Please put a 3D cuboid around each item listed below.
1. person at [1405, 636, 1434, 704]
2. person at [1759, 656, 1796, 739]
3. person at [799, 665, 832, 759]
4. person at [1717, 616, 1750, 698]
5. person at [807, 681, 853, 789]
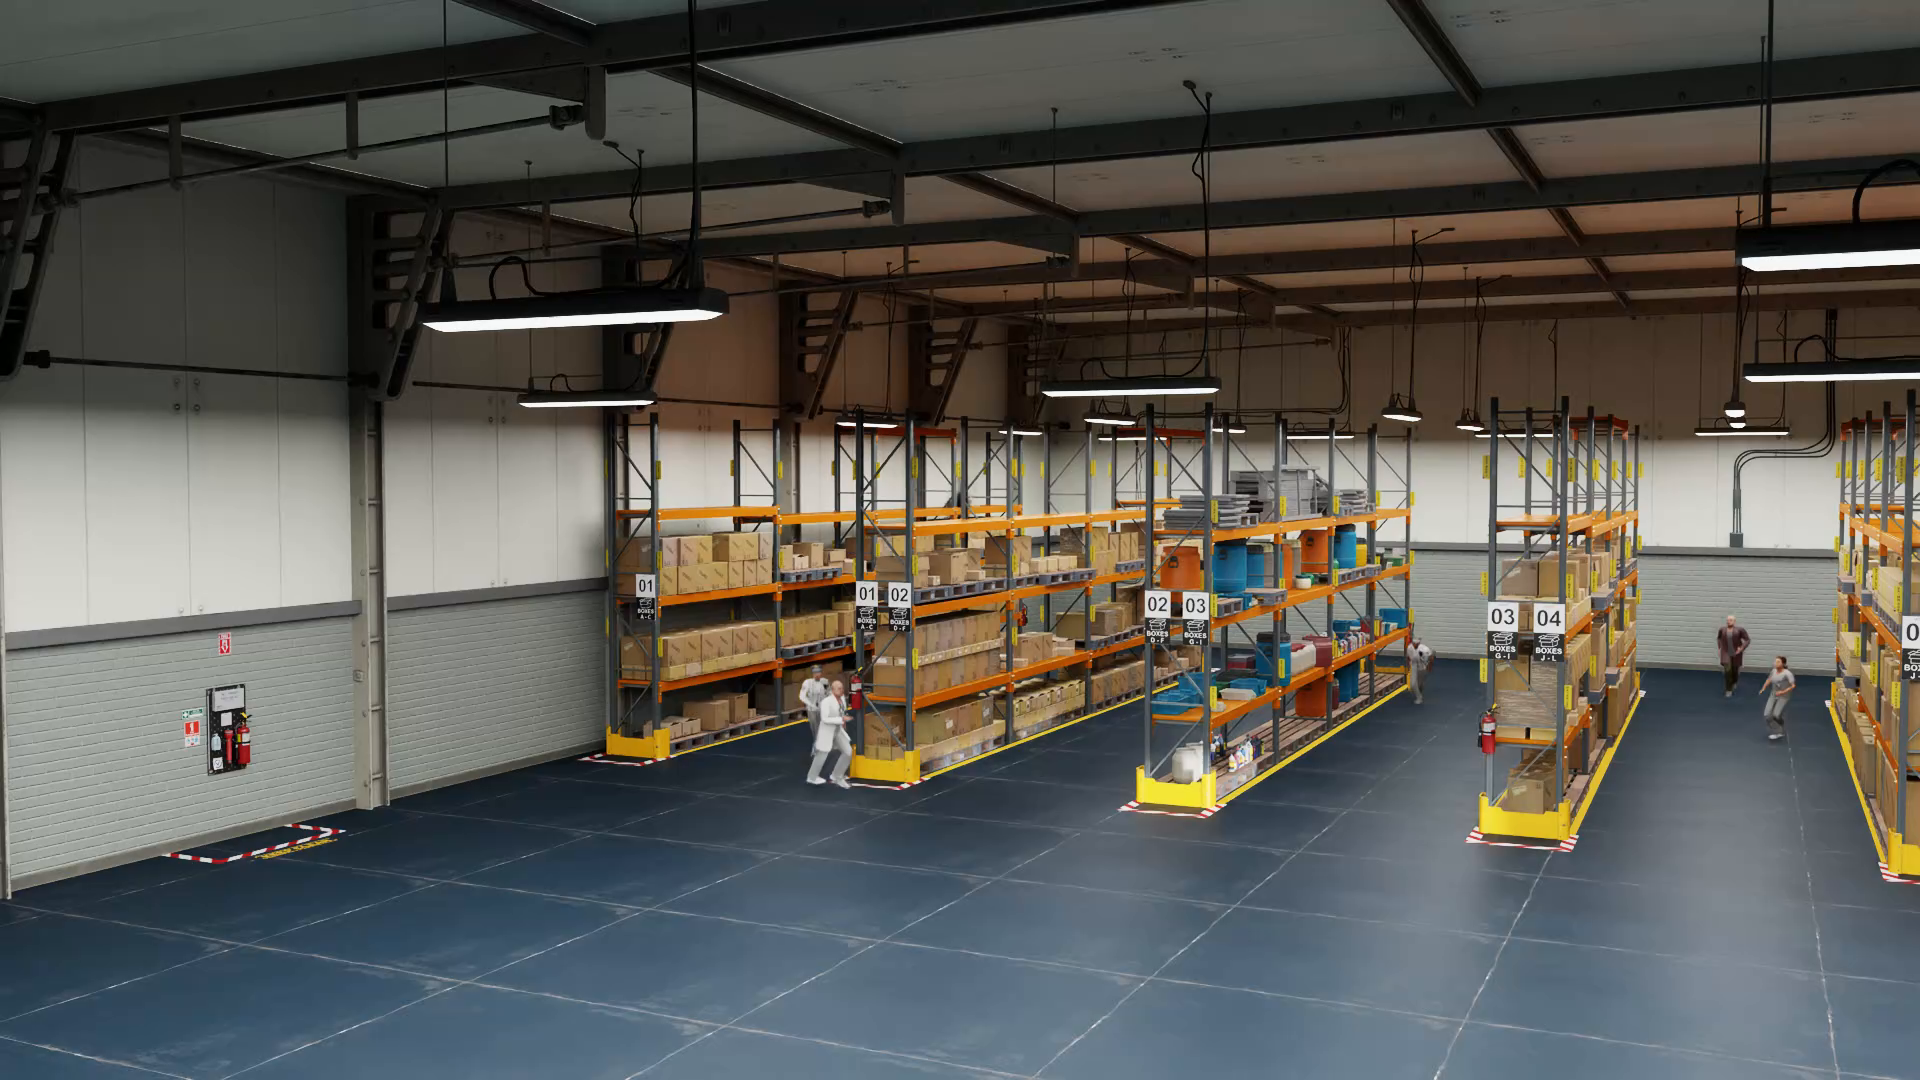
[{"bbox_3d":[9.825,2.771,35.533,0.585,1.492,0.852,1,3,25],"label":"person"},{"bbox_3d":[15.246,2.933,30.949,0.535,1.579,0.624,-2,3,-35],"label":"person"},{"bbox_3d":[-2.505,2.963,28.894,0.588,1.664,0.790,0,2,-8],"label":"person"},{"bbox_3d":[17.174,2.575,36.939,0.701,1.803,0.879,2,3,32],"label":"person"},{"bbox_3d":[-1.999,3.057,26.084,1.012,1.714,0.701,2,3,43],"label":"person"}]
